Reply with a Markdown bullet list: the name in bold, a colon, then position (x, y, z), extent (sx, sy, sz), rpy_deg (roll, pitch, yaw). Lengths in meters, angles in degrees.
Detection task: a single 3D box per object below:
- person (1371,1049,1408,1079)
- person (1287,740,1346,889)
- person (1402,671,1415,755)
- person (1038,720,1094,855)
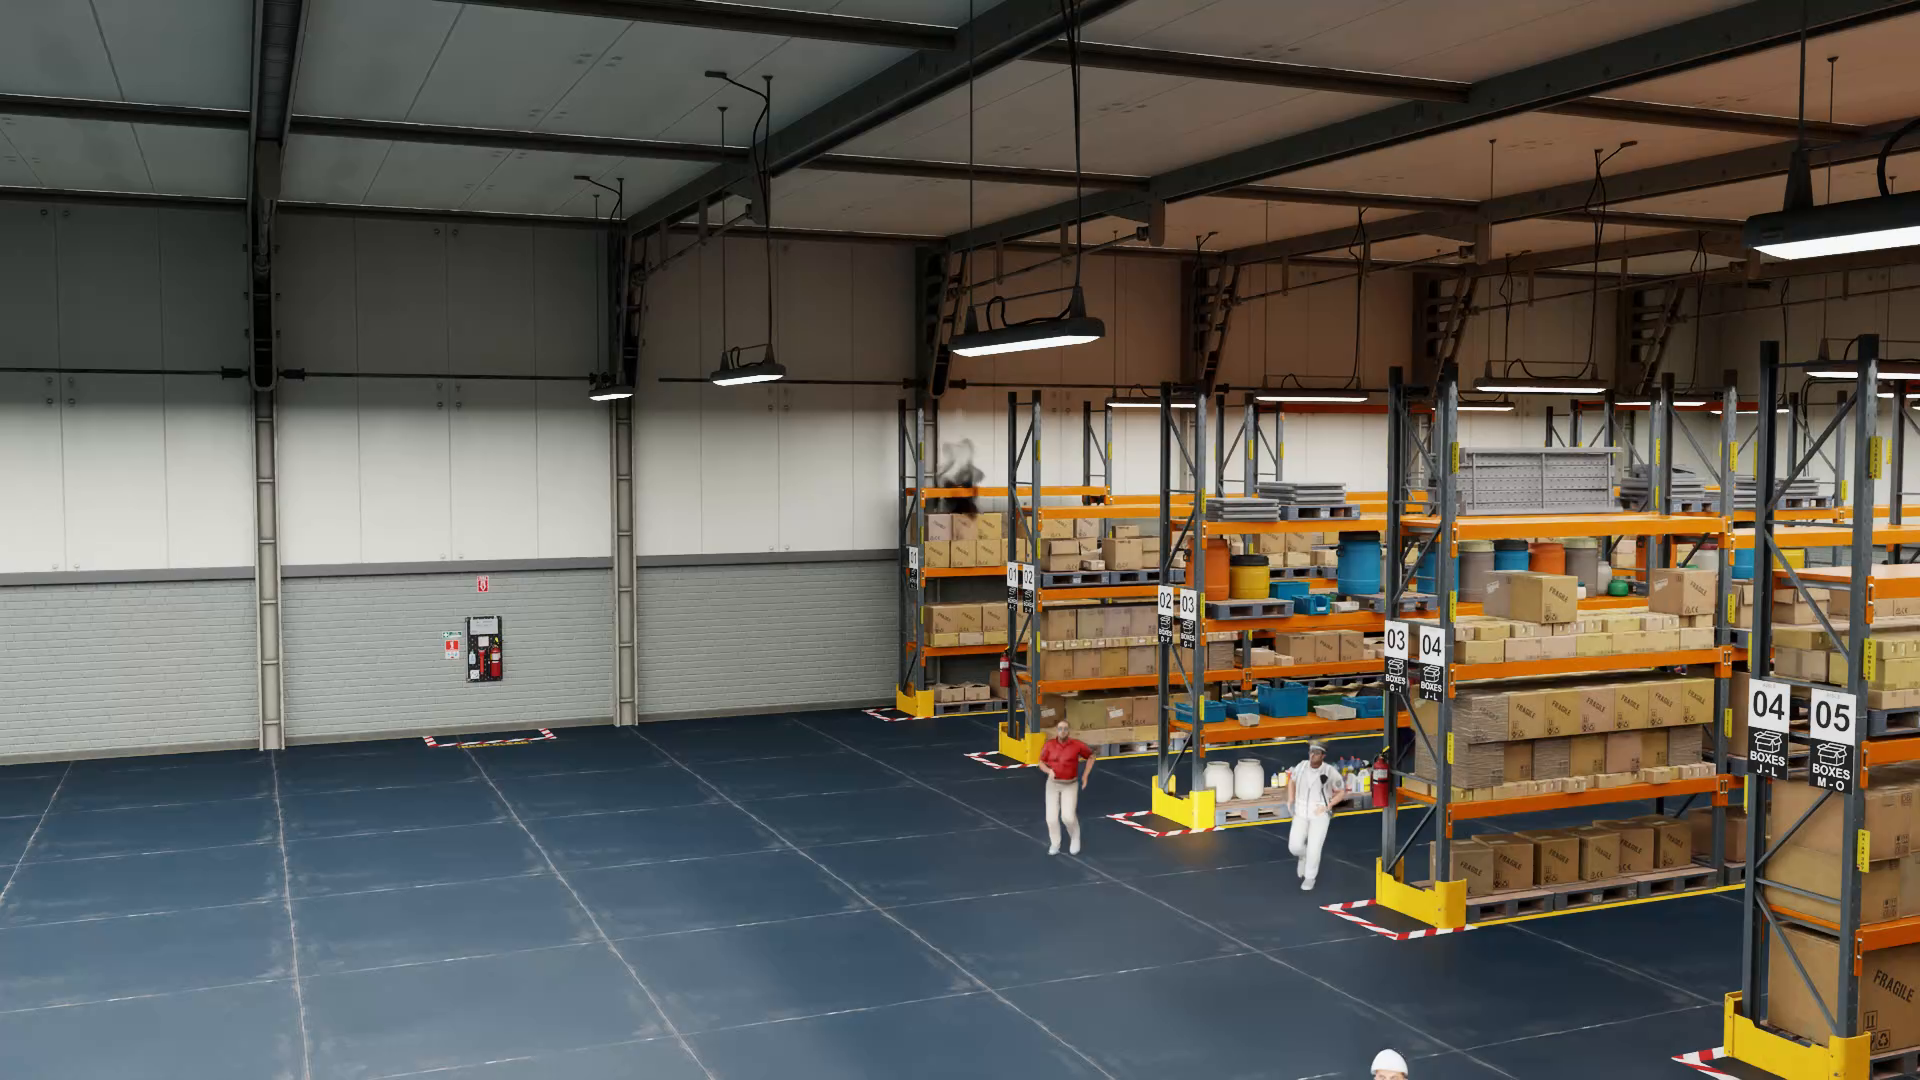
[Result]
- **person**: position (2.440, 3.741, 9.408), extent (0.665, 1.736, 0.569), rpy_deg (1, 4, 23)
- **person**: position (4.116, 3.168, 19.308), extent (0.695, 1.742, 0.548), rpy_deg (2, 4, 32)
- **person**: position (7.233, 2.755, 27.147), extent (0.795, 1.720, 0.574), rpy_deg (-2, 4, -31)
- **person**: position (1.295, 3.101, 20.759), extent (0.675, 1.699, 0.656), rpy_deg (1, 3, 16)
